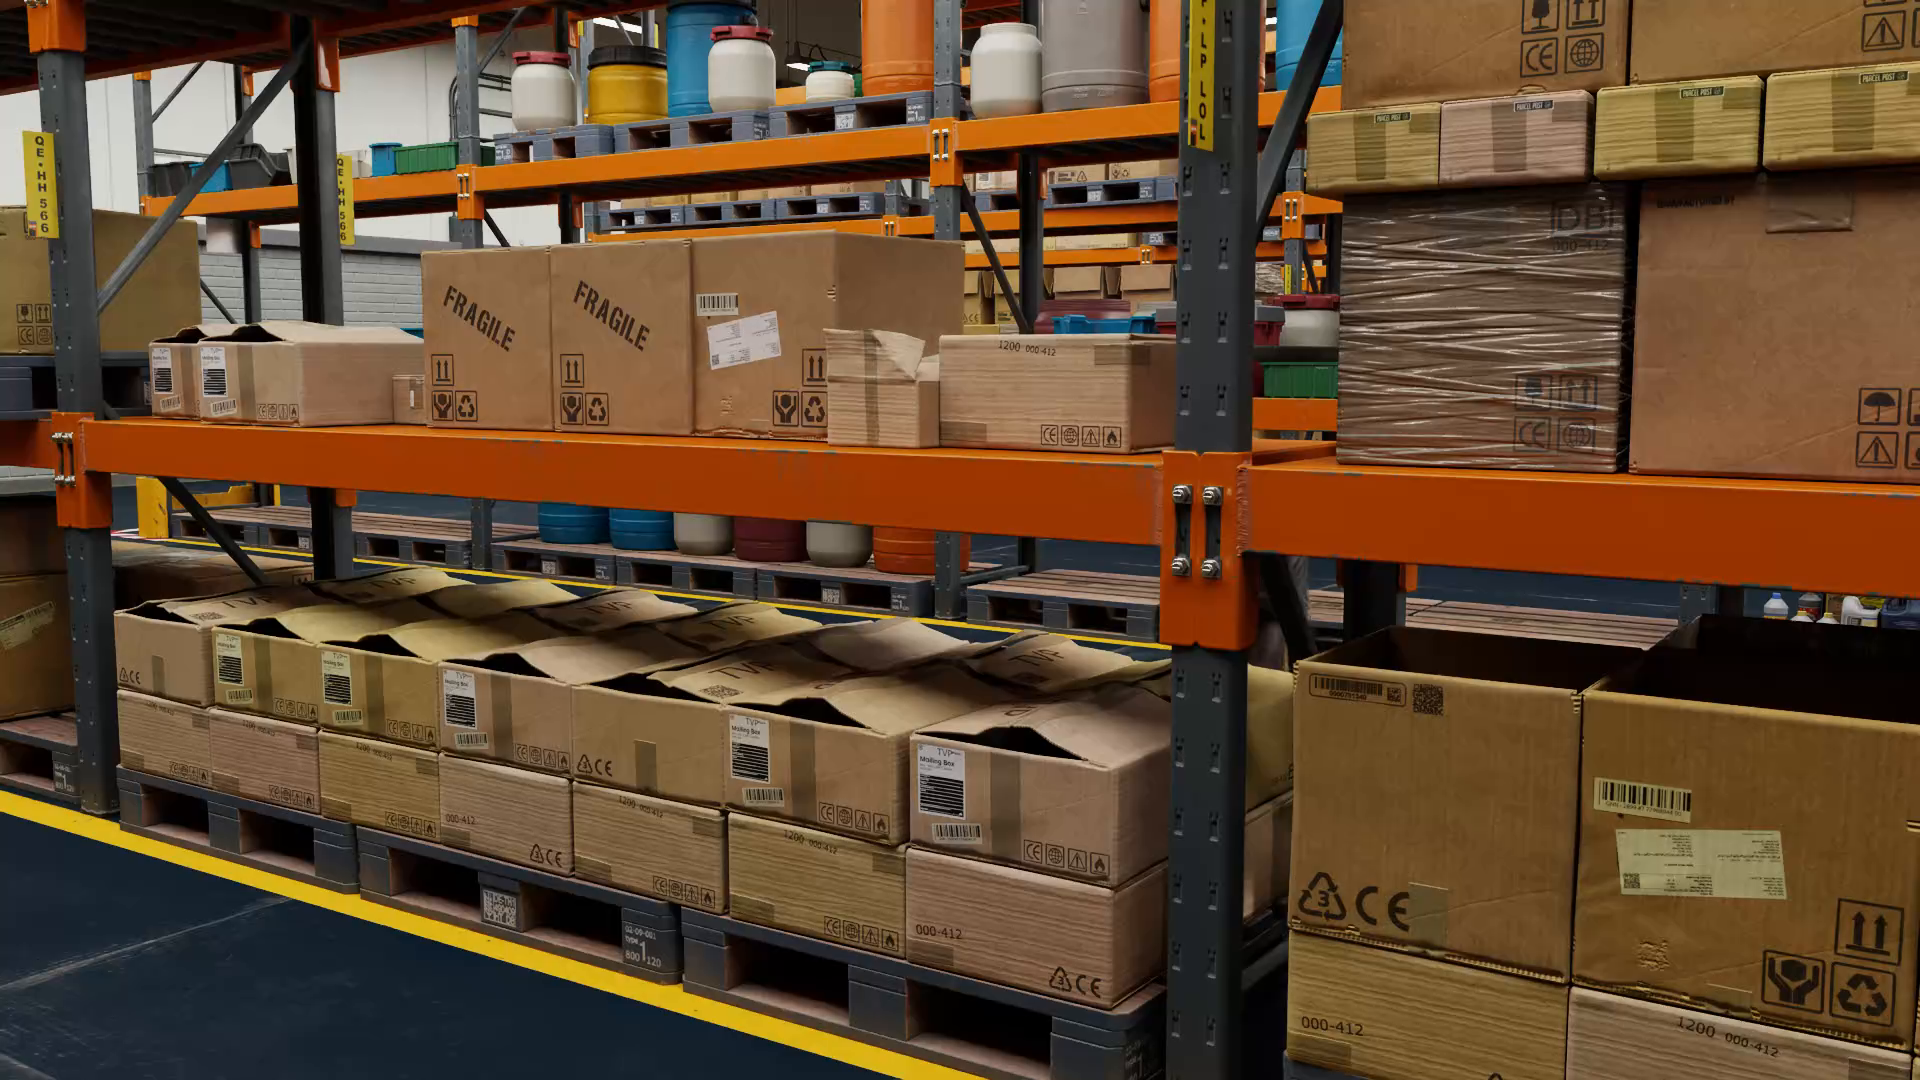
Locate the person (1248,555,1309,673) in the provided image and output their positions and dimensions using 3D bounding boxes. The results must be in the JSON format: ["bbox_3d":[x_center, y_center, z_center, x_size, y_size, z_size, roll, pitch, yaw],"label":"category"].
[{"bbox_3d":[1.172,0.240,6.931,0.493,1.015,0.950,4,7,31],"label":"person"}]
